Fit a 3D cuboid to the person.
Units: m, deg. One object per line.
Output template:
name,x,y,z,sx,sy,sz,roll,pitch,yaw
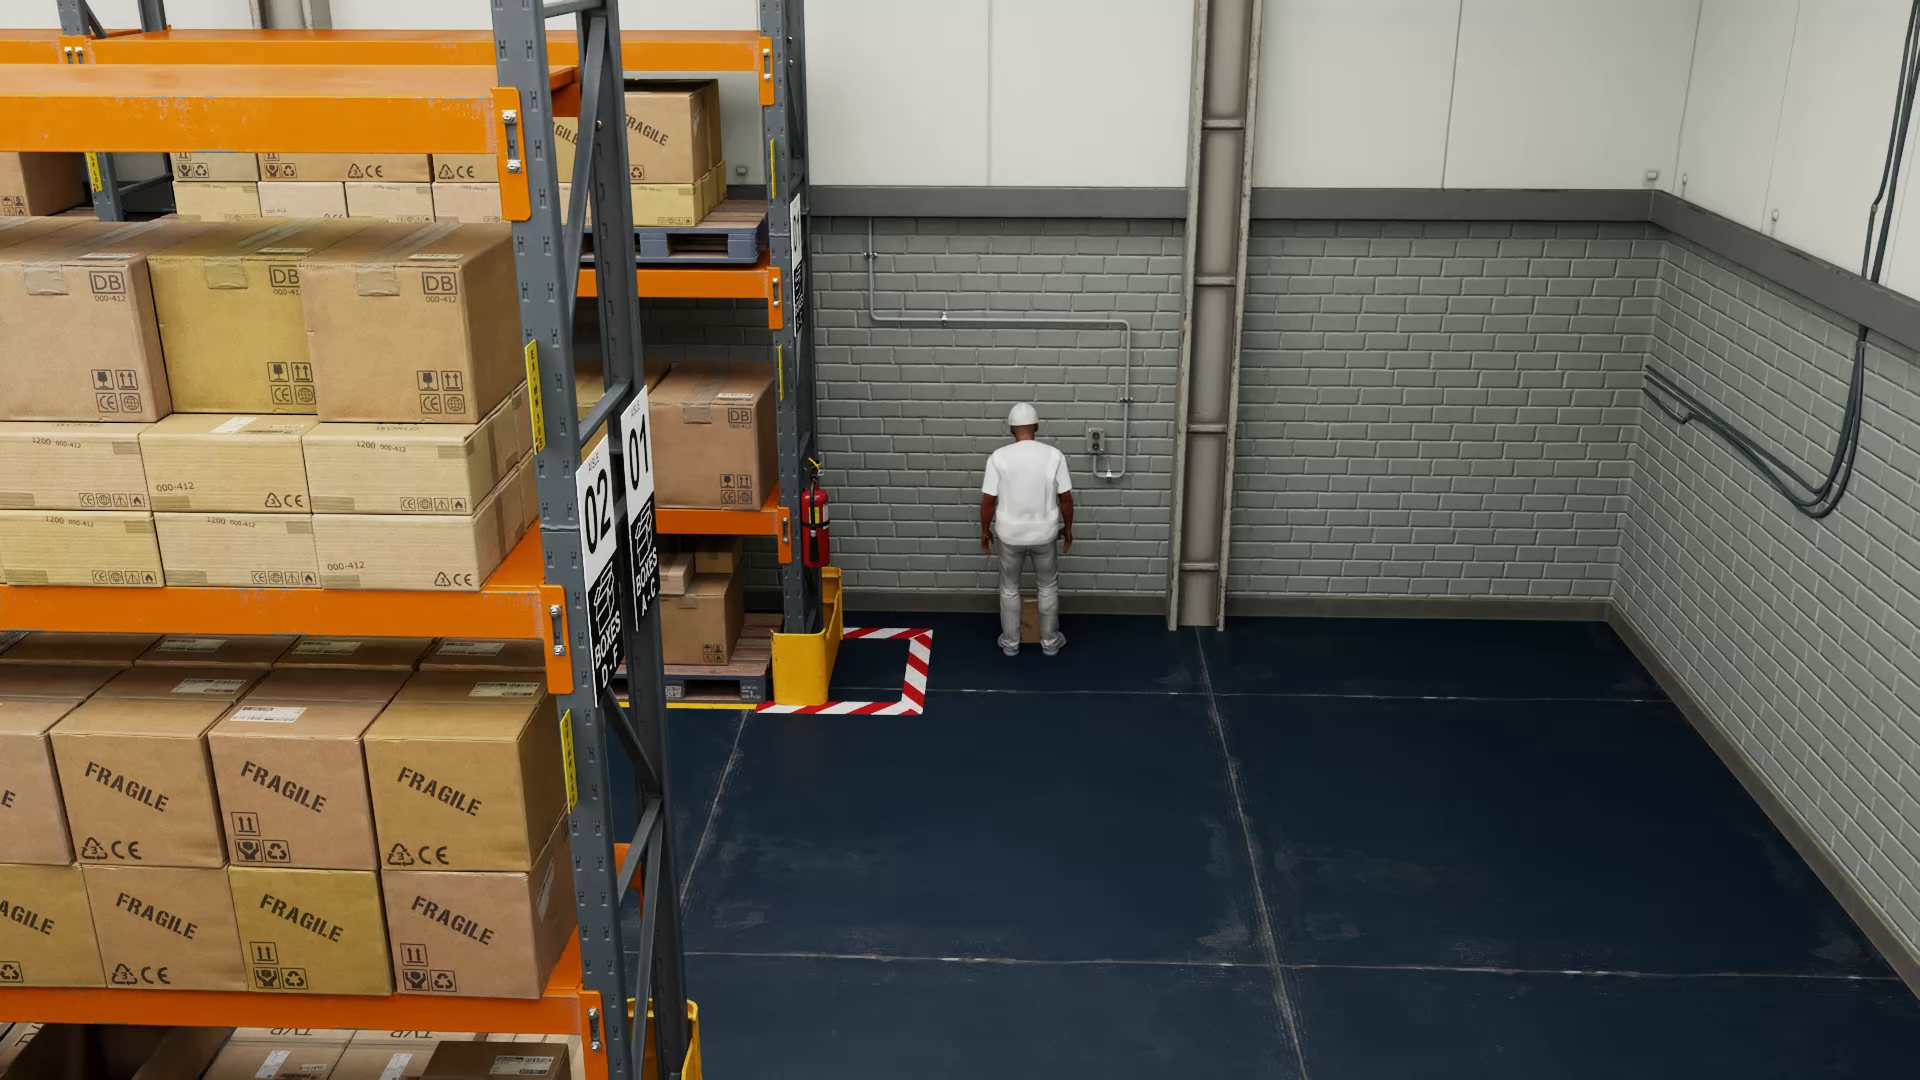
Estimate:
person,0.449,-0.064,11.226,0.629,1.759,0.460,0,21,-1
